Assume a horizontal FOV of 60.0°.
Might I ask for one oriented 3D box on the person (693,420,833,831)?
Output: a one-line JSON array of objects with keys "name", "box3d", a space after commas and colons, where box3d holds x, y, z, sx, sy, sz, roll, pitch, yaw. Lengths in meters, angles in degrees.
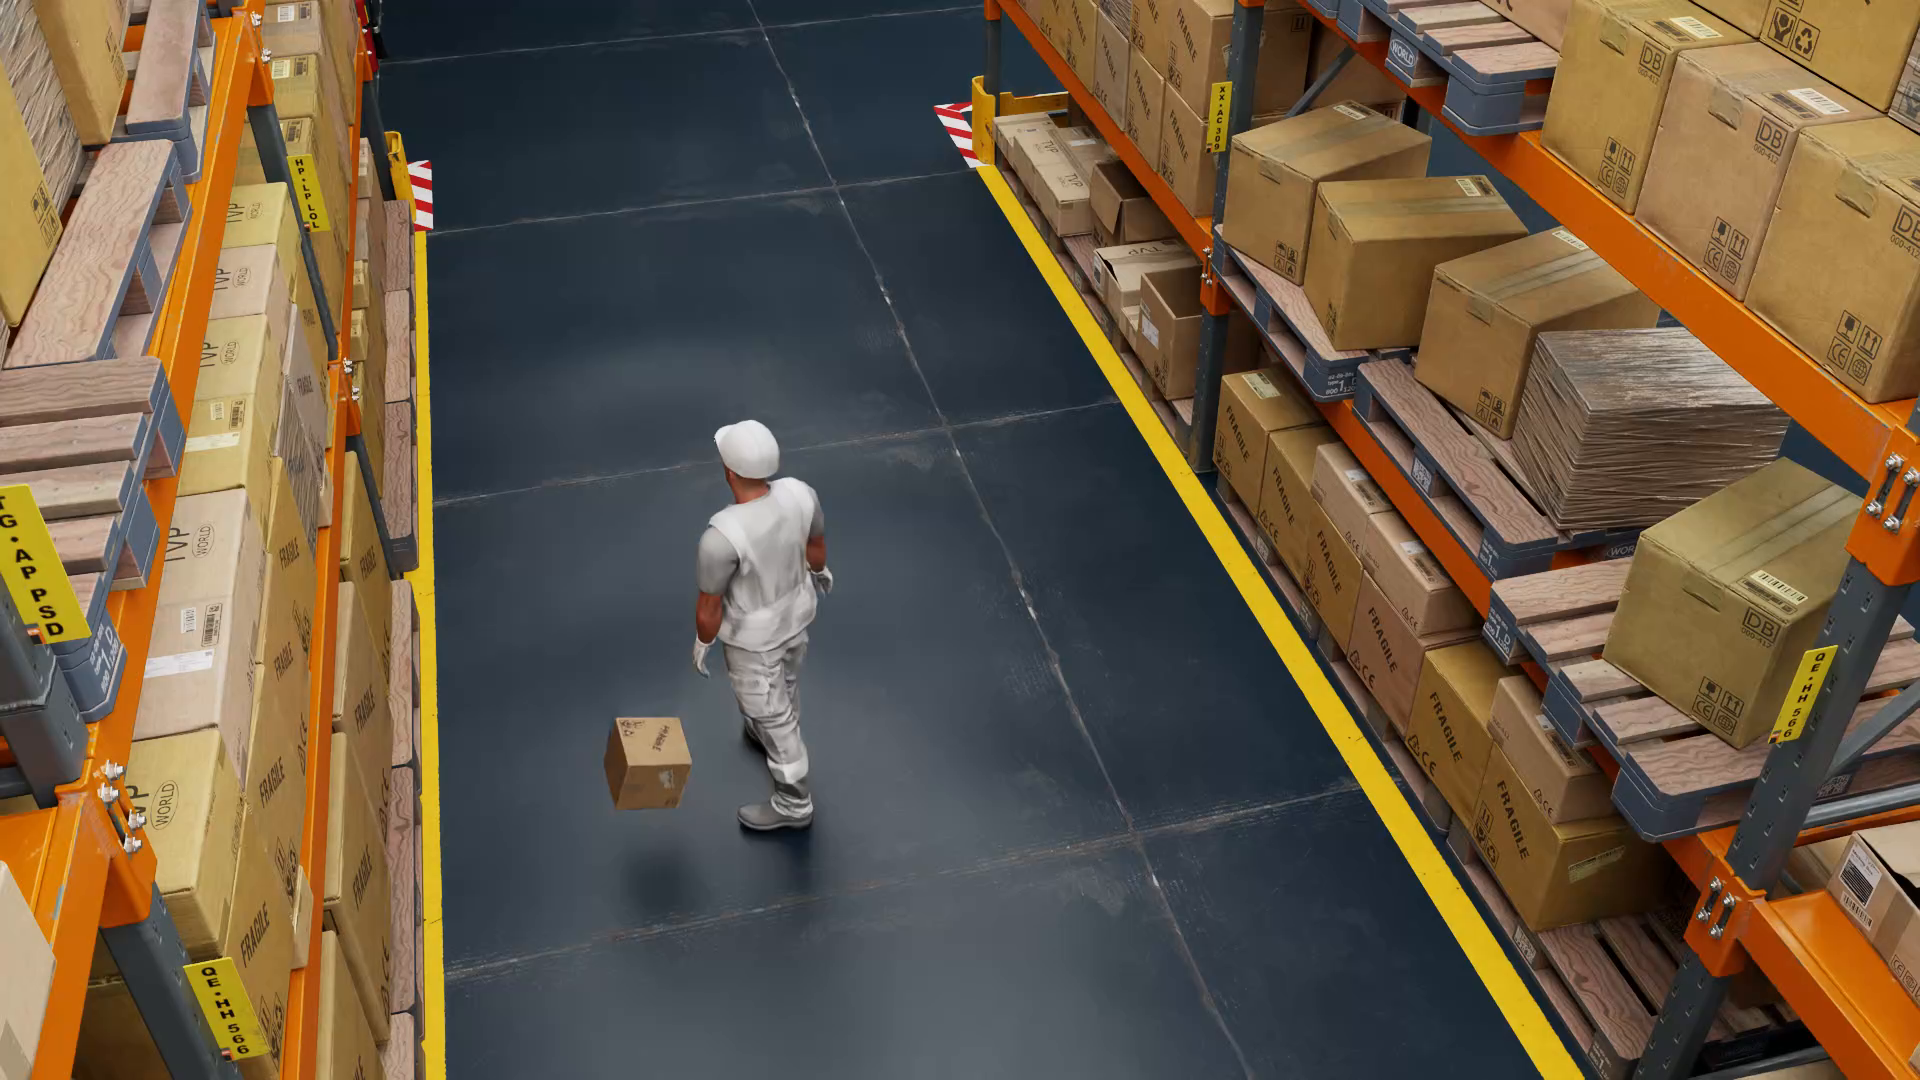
[{"name": "person", "box3d": [-0.755, 0.261, 6.342, 0.634, 1.789, 0.693, 27, 45, 31]}]
